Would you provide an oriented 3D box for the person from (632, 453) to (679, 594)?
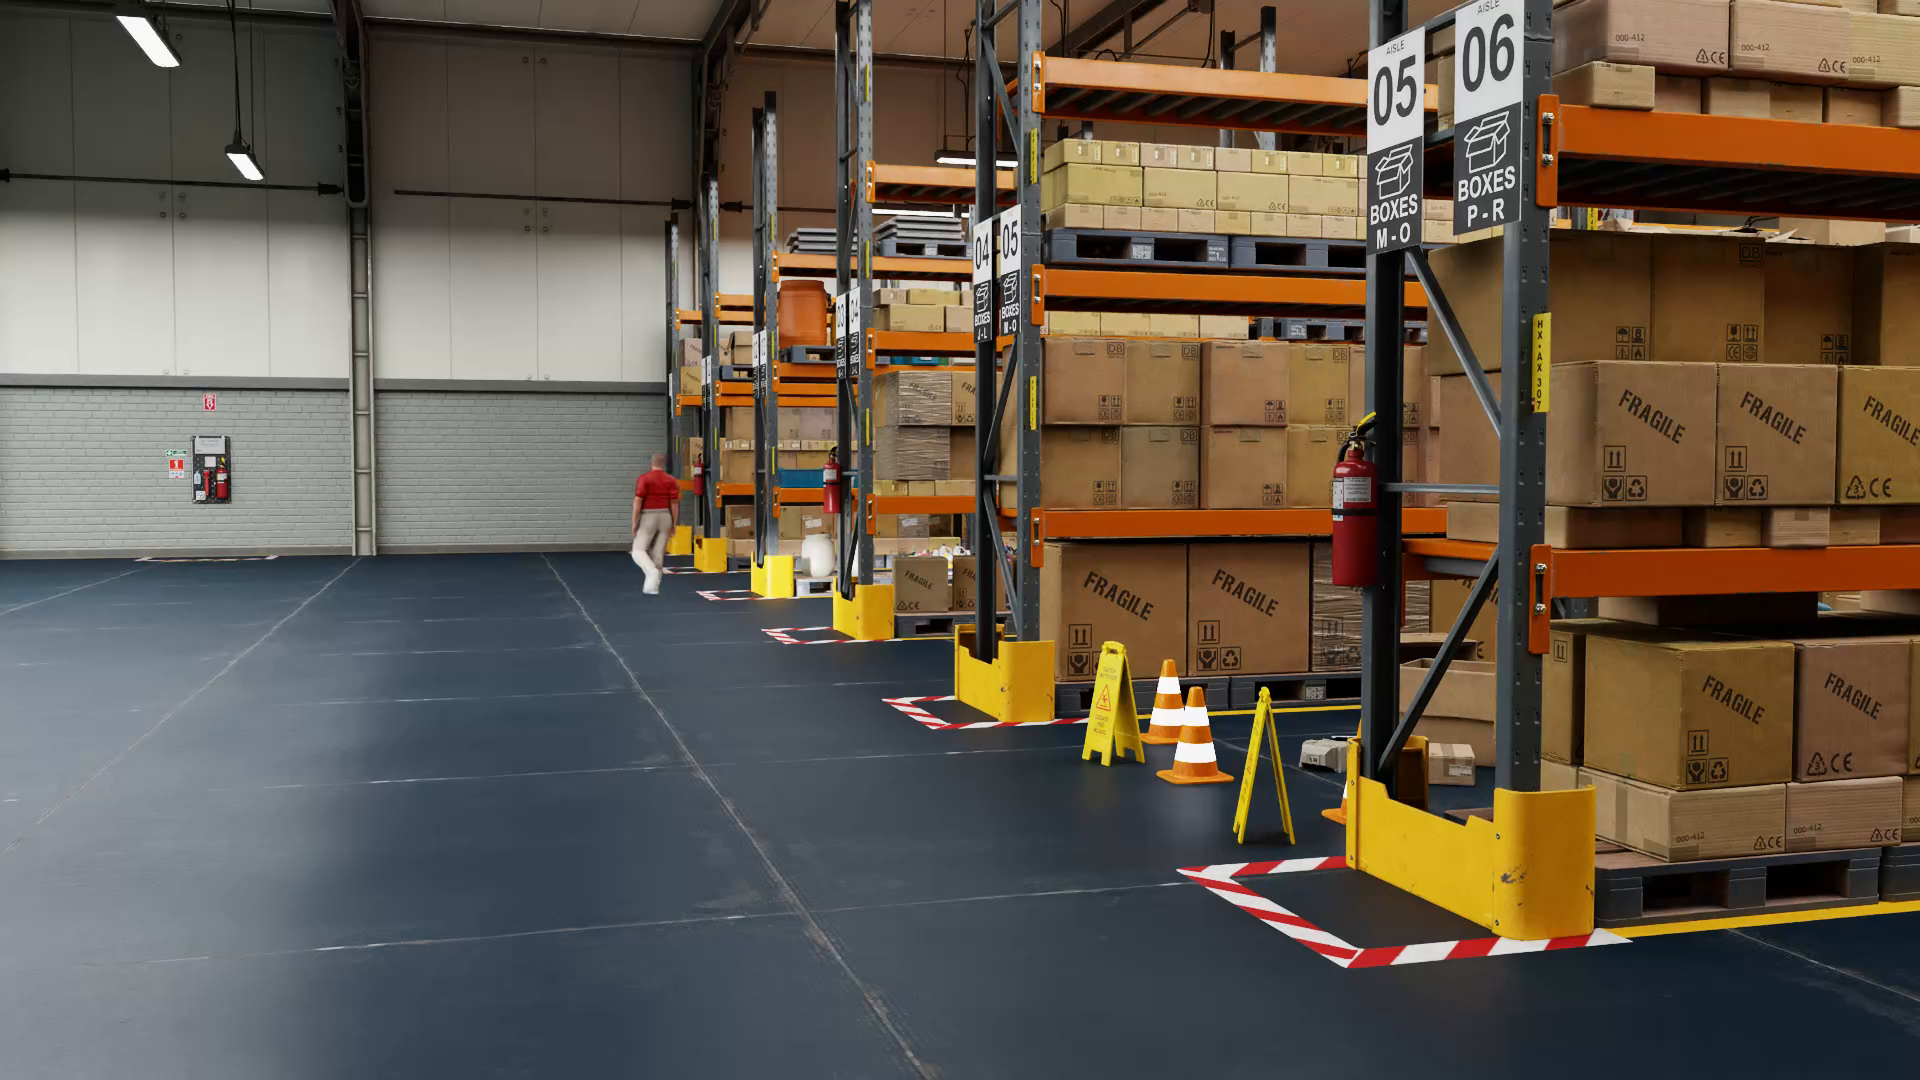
[{"bbox_3d":[-3.660,-0.195,19.968,0.562,1.704,0.667,-2,3,-30],"label":"person"}]
